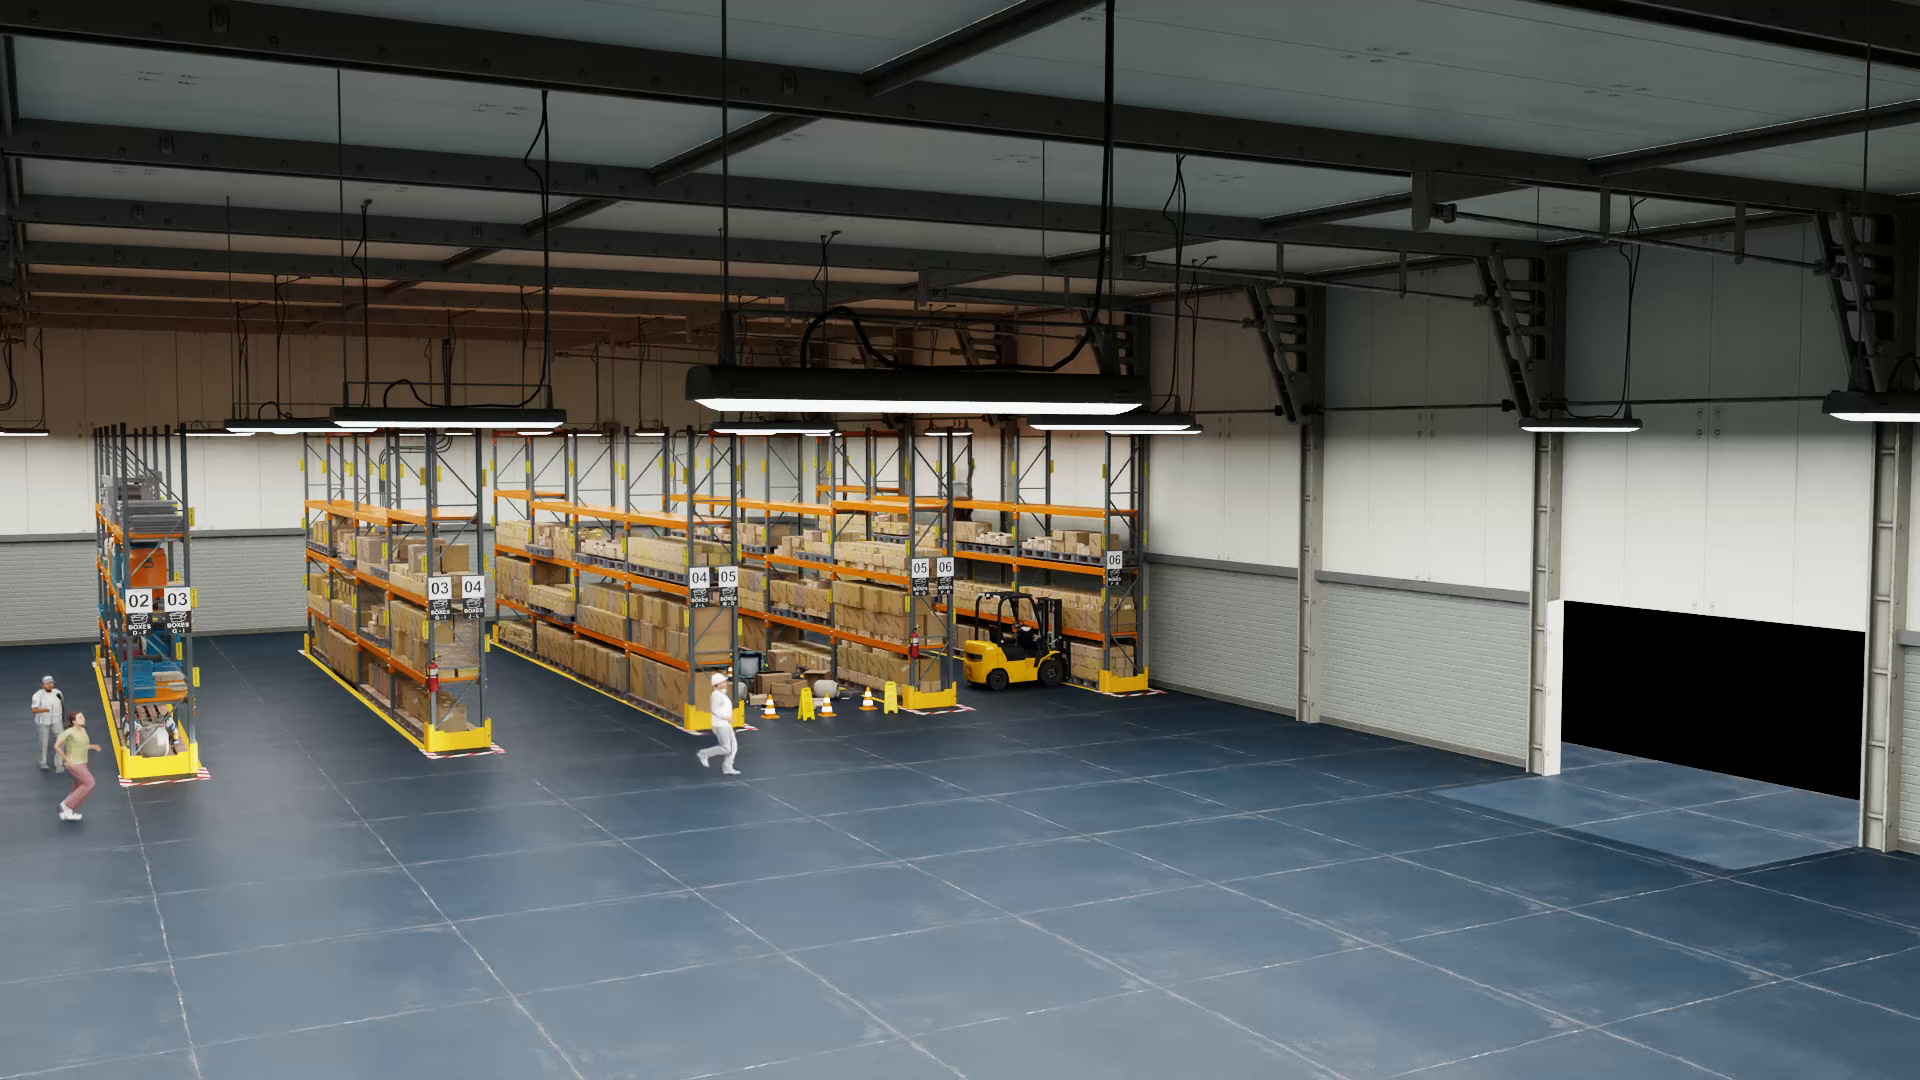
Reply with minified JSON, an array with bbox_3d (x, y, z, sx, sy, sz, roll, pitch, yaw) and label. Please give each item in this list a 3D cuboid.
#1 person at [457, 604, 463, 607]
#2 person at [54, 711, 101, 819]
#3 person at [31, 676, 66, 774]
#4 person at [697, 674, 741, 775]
[{"bbox_3d":[-14.150,2.000,46.866,0.694,1.715,0.652,2,4,25],"label":"person"},{"bbox_3d":[-13.248,3.384,25.026,0.573,1.629,0.561,0,3,-3],"label":"person"},{"bbox_3d":[-15.633,3.175,28.556,0.554,1.705,0.757,-3,5,-41],"label":"person"},{"bbox_3d":[-4.107,3.144,28.350,0.732,1.745,0.661,0,3,-1],"label":"person"}]
